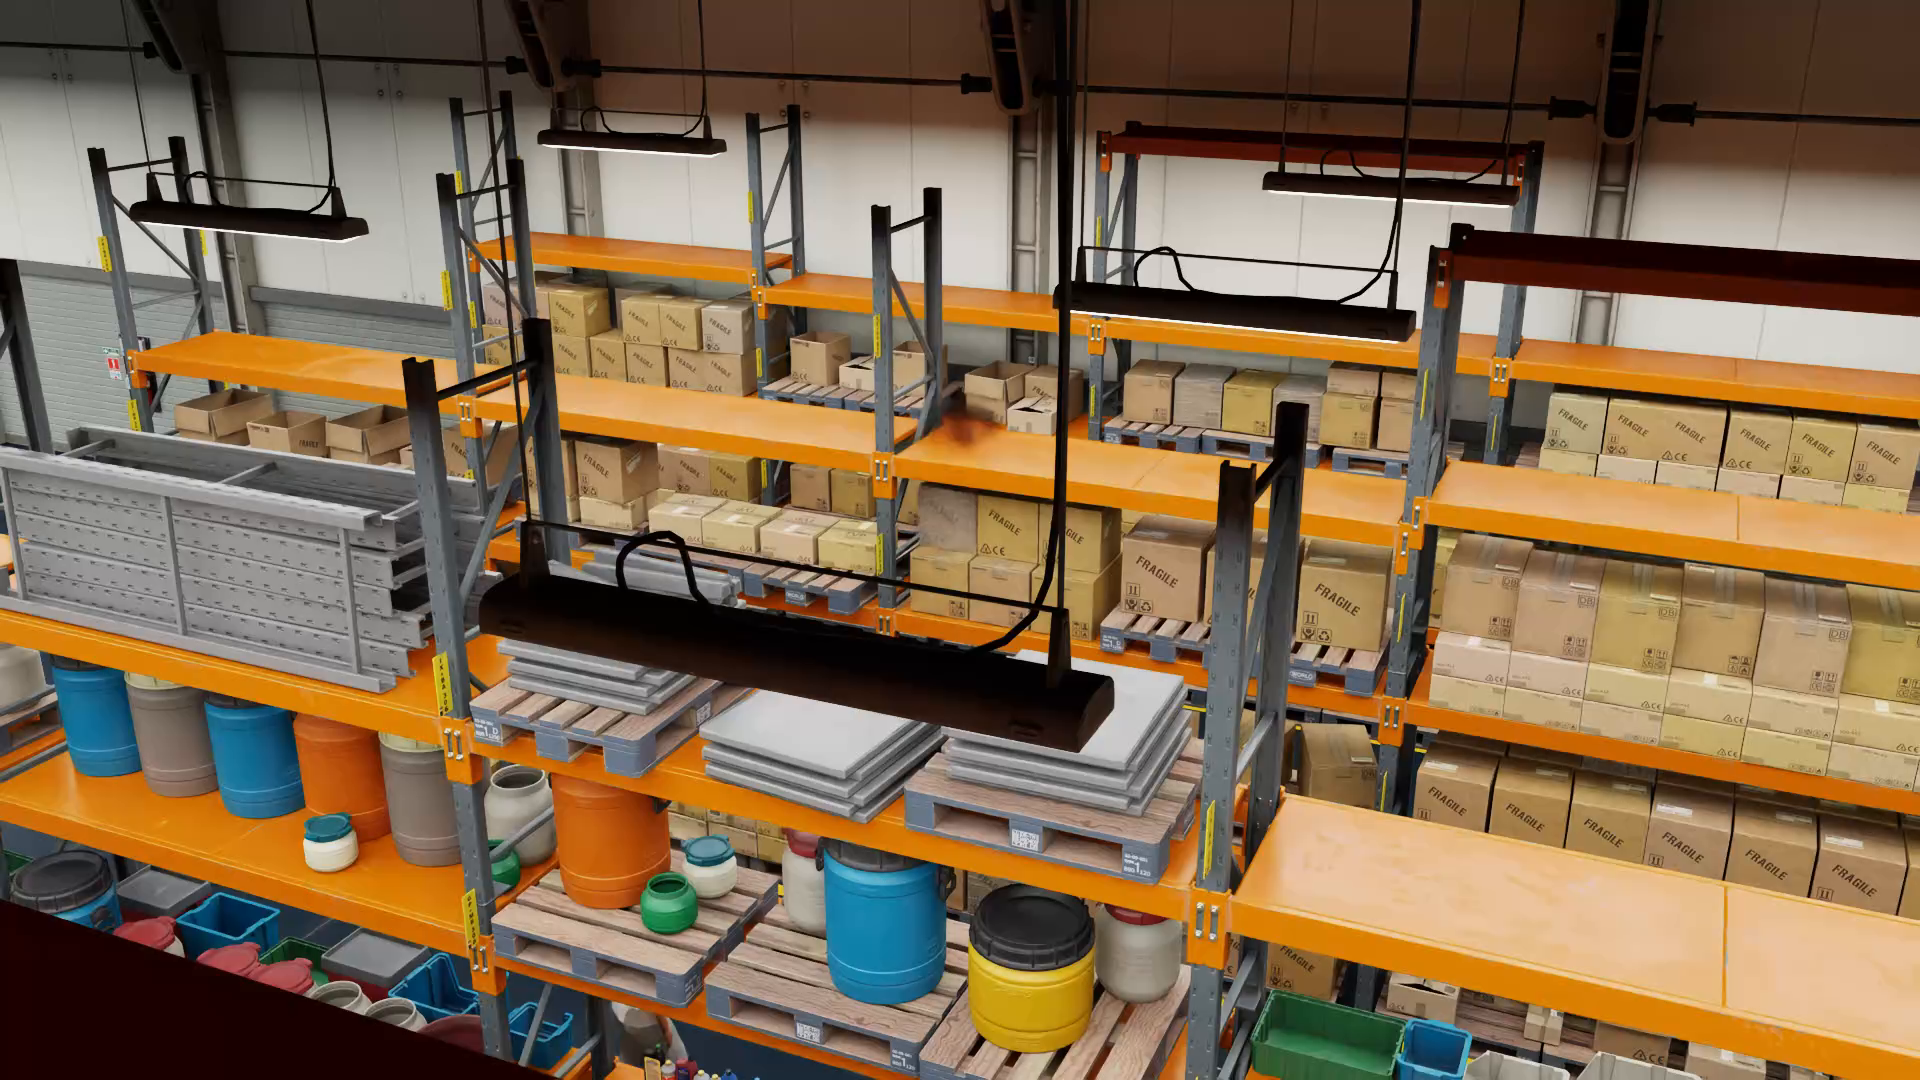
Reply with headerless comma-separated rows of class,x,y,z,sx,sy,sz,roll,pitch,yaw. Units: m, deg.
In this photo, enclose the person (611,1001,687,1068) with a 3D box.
person,-2.206,3.327,11.560,0.554,1.722,0.584,-11,23,-28
